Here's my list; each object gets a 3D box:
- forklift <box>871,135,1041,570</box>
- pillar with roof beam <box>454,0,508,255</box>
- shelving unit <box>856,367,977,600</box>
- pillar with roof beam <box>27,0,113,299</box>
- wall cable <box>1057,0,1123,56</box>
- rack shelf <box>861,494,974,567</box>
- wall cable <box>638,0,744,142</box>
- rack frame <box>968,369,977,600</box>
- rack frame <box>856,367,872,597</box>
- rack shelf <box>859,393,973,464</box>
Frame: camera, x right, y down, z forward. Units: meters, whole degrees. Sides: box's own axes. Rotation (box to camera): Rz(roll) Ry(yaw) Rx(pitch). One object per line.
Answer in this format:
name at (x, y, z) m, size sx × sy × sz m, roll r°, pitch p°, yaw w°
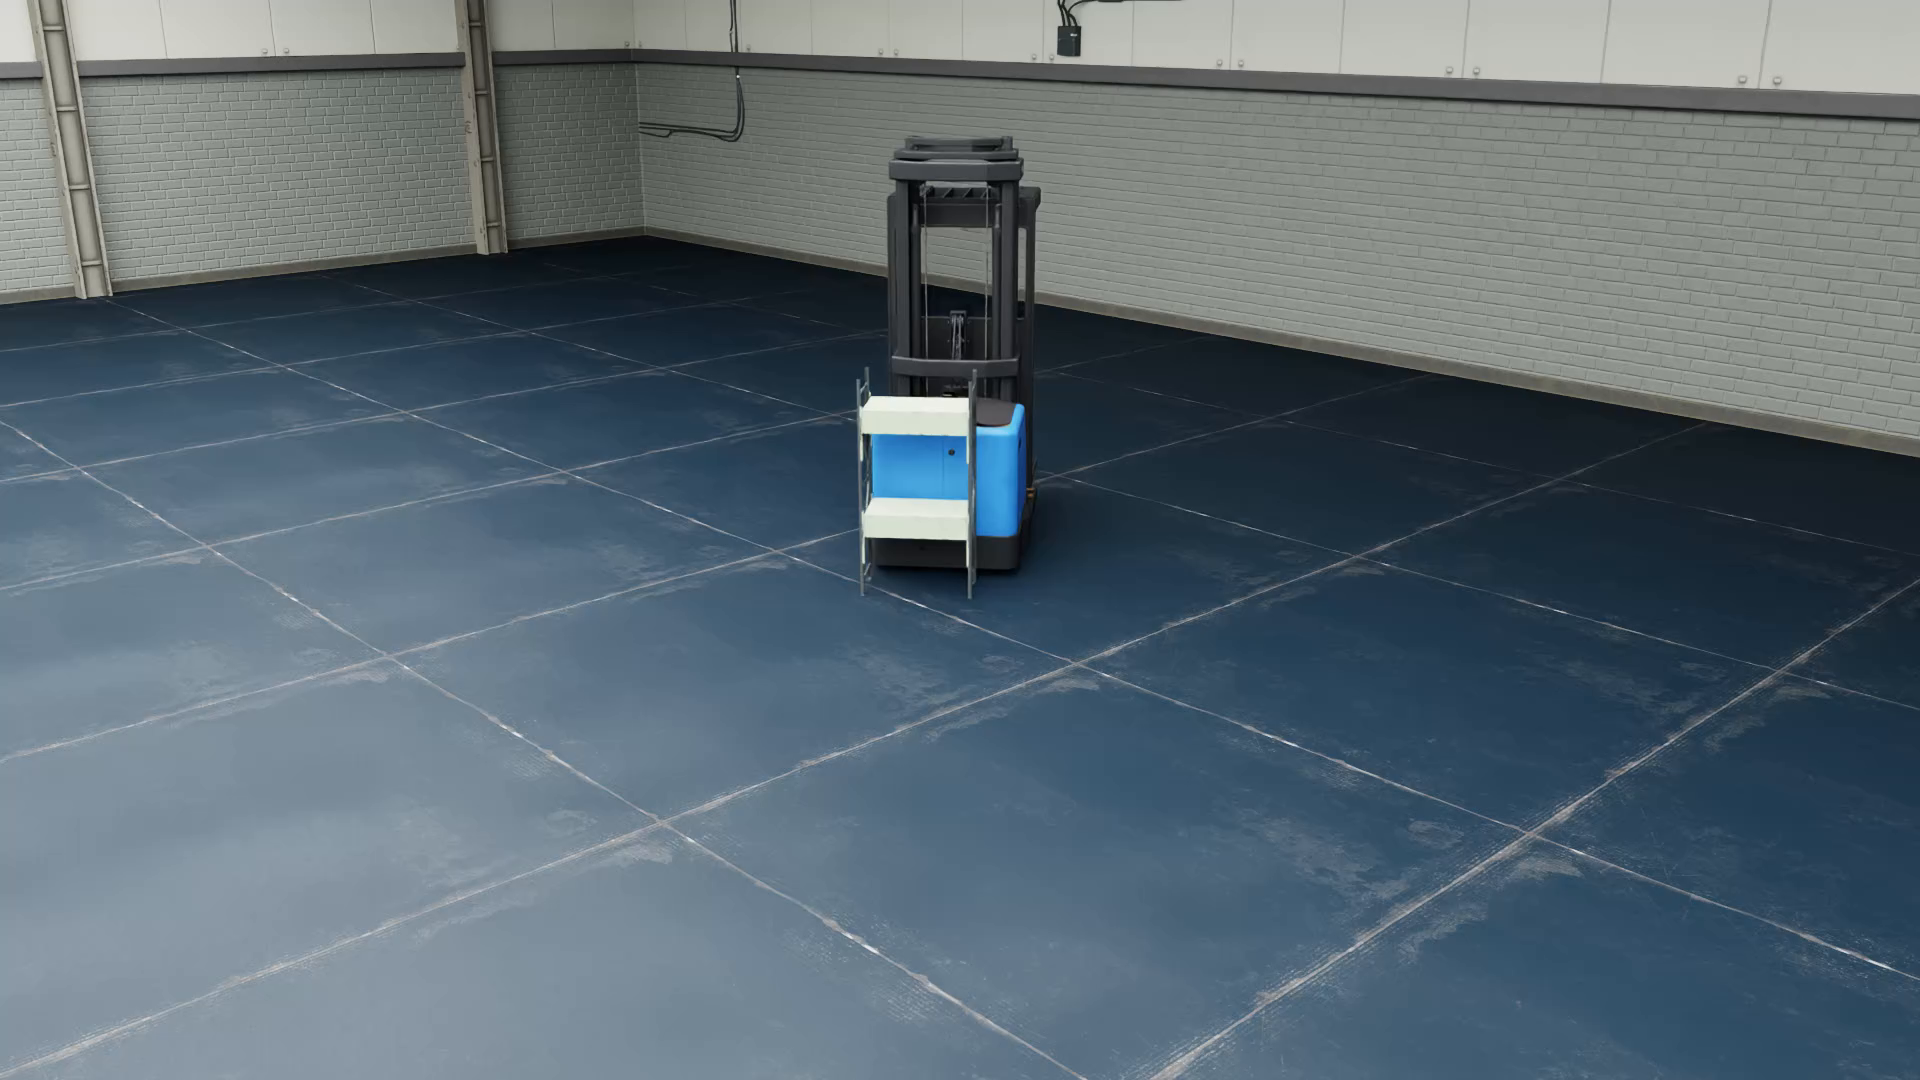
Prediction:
forklift at (0.034, -1.596, 12.656) m, size 1.130 × 2.935 × 3.031 m, roll 2°, pitch 18°, yaw 5°
pillar with roof beam at (-4.561, -7.937, 22.374) m, size 0.400 × 9.000 × 9.100 m, roll -16°, pitch 24°, yaw -41°
shelving unit at (-0.281, -0.379, 11.222) m, size 0.755 × 1.500 × 0.431 m, roll 2°, pitch 18°, yaw 5°
pillar with roof beam at (-8.920, -6.666, 18.453) m, size 0.400 × 9.000 × 9.100 m, roll -16°, pitch 24°, yaw -41°
wall cable at (2.042, -8.717, 19.265) m, size 0.169 × 6.003 × 2.305 m, roll -16°, pitch 24°, yaw -41°
rack shelf at (-0.281, -0.069, 11.322) m, size 0.720 × 0.370 × 0.431 m, roll 2°, pitch 18°, yaw 5°
wall cable at (-4.469, -7.753, 26.840) m, size 0.112 × 2.526 × 3.097 m, roll -16°, pitch 24°, yaw -41°
rack frame at (0.084, -0.368, 11.188) m, size 0.023 × 1.500 × 0.400 m, roll 2°, pitch 18°, yaw 5°
rack frame at (-0.645, -0.390, 11.255) m, size 0.023 × 1.500 × 0.400 m, roll 2°, pitch 18°, yaw 5°
rack shelf at (-0.281, -0.750, 11.101) m, size 0.720 × 0.370 × 0.431 m, roll 2°, pitch 18°, yaw 5°
